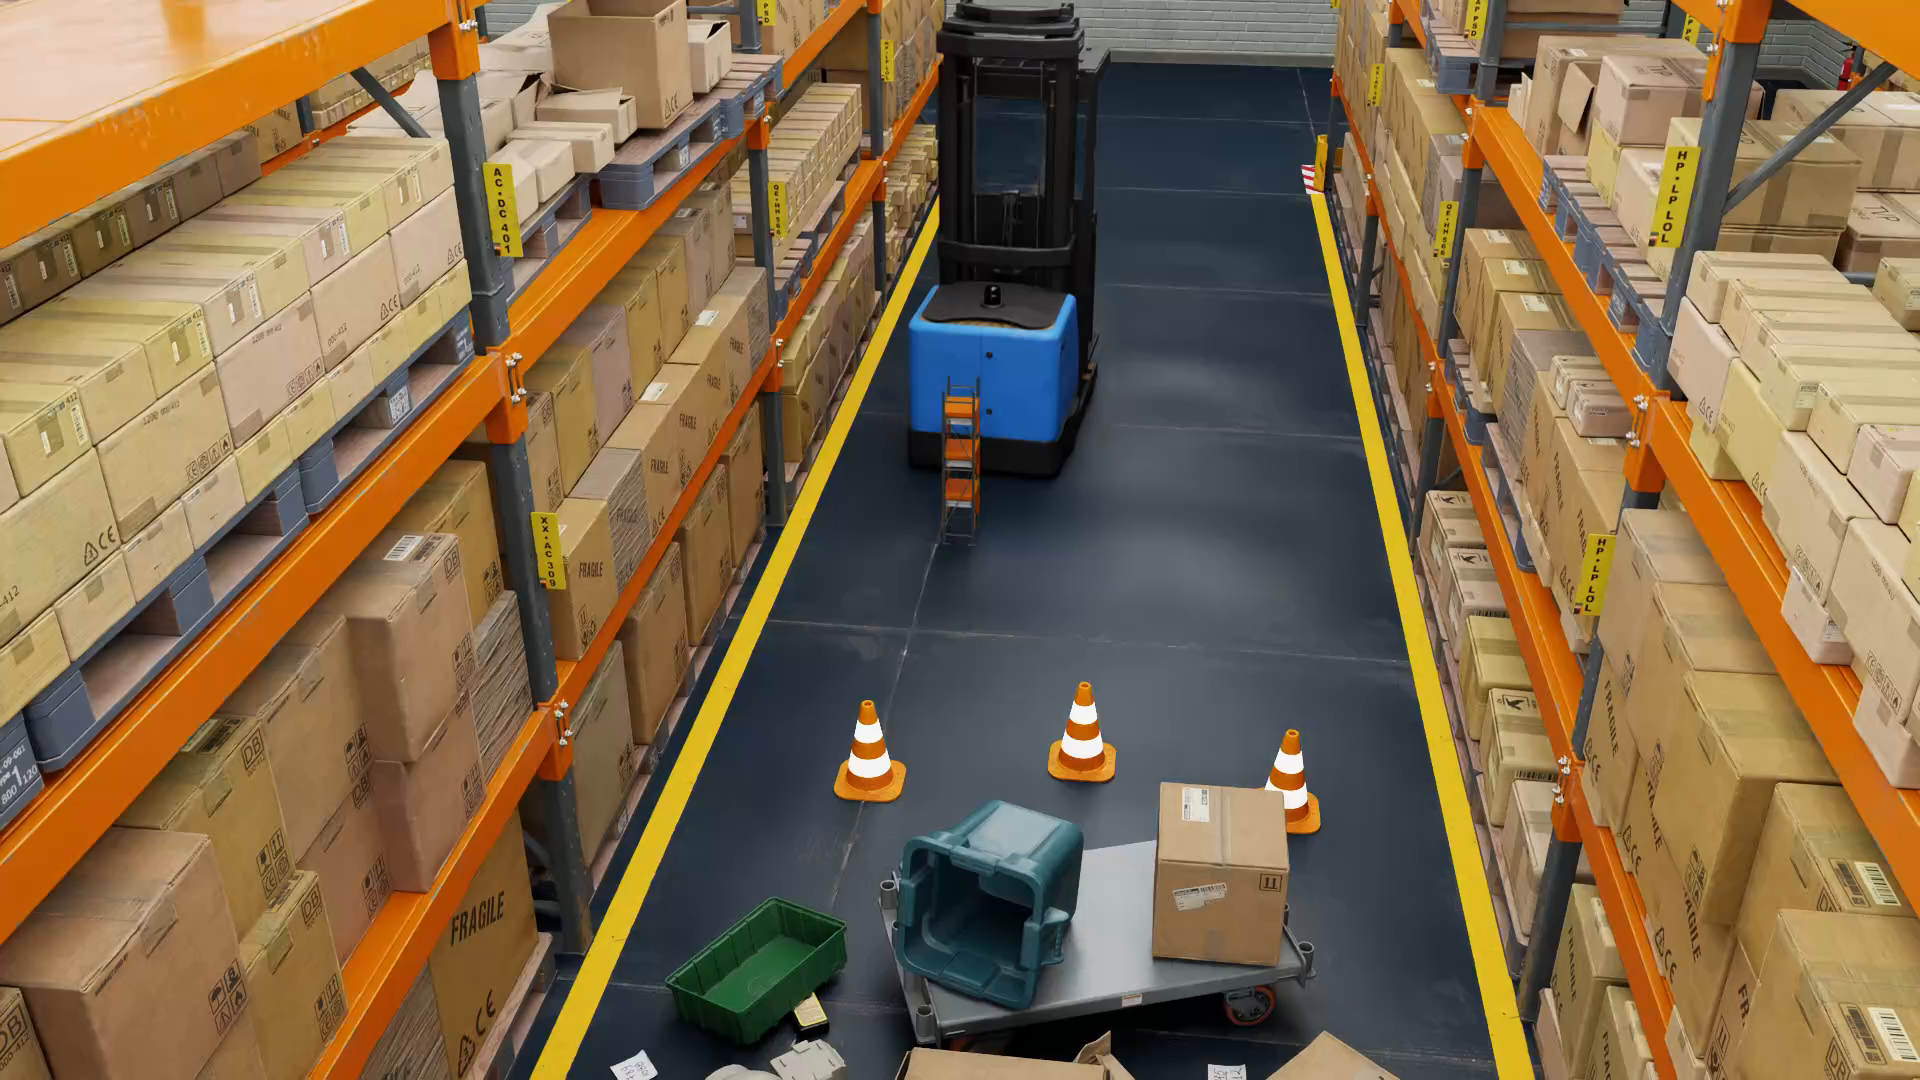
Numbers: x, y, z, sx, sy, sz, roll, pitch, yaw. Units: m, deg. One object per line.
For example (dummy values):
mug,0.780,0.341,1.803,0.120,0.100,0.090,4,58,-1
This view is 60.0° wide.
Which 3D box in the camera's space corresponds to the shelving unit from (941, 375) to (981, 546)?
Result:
shelving unit,0.007,-0.487,10.340,0.215,1.050,0.252,3,28,6

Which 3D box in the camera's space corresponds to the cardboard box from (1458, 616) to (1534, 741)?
cardboard box,3.044,0.726,8.360,0.950,0.372,0.625,4,29,8

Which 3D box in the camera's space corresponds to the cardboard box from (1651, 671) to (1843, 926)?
cardboard box,2.373,0.720,4.570,0.700,0.500,0.500,3,28,5

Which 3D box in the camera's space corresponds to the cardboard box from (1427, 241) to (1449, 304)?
cardboard box,3.112,-1.613,10.004,0.500,0.250,0.500,3,28,6

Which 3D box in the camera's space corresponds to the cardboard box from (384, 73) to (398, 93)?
cardboard box,-5.516,-4.294,15.615,0.380,0.149,0.250,4,29,7

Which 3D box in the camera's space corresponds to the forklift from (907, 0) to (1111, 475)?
forklift,0.444,-2.412,11.928,1.130,2.935,3.031,6,29,10

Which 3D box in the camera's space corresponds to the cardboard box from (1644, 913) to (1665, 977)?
cardboard box,2.411,1.270,5.287,0.380,0.149,0.250,4,29,8

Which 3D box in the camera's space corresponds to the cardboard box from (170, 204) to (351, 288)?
cardboard box,-1.933,-0.818,4.611,0.380,0.149,0.250,4,29,7

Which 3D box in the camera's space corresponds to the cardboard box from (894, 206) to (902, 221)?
cardboard box,-0.740,-3.048,15.286,0.380,0.149,0.250,5,29,9

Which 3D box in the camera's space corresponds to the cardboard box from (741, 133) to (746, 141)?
cardboard box,-1.761,-3.026,12.192,0.380,0.149,0.250,3,28,6

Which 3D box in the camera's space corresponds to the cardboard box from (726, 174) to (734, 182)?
cardboard box,-1.824,-2.521,11.881,0.380,0.149,0.250,2,28,4

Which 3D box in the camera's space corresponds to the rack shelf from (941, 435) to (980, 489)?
rack shelf,0.007,-0.478,10.345,0.215,0.259,0.240,3,28,6

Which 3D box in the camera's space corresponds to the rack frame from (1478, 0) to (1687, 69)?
rack frame,3.304,-3.857,8.214,1.000,3.000,0.127,3,28,6

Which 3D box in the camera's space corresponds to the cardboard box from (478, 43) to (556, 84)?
cardboard box,-2.052,-2.161,7.774,0.500,0.311,0.500,3,28,5

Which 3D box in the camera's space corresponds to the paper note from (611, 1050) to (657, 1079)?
paper note,-1.294,2.103,6.606,0.147,0.020,0.142,-17,33,-29

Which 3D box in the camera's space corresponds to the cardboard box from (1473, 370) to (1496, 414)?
cardboard box,2.879,-0.763,8.617,0.380,0.149,0.250,4,29,6

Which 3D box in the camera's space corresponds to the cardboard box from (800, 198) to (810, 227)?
cardboard box,-1.238,-2.235,11.350,0.380,0.149,0.250,4,29,8

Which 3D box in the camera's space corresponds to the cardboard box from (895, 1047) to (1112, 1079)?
cardboard box,0.133,2.174,5.832,0.797,0.637,0.503,3,28,6

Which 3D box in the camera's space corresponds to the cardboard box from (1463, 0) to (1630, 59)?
cardboard box,3.201,-2.953,9.147,0.797,0.503,0.637,2,28,3

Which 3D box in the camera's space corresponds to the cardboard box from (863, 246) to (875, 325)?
cardboard box,-0.971,-2.060,13.397,0.500,0.500,0.500,3,28,5

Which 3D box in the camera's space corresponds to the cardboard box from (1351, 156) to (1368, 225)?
cardboard box,4.199,-3.291,15.747,0.875,0.438,0.875,4,29,8

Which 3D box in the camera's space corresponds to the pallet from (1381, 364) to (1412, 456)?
pallet,3.628,-0.928,12.042,1.003,0.211,1.213,3,28,6

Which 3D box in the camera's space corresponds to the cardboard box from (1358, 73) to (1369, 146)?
cardboard box,3.655,-3.619,13.991,0.500,0.500,0.500,3,28,5

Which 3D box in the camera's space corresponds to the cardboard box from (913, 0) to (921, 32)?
cardboard box,-0.628,-4.874,14.954,0.500,0.500,0.500,2,28,4

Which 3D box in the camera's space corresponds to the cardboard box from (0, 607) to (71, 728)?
cardboard box,-2.117,0.253,3.465,0.380,0.149,0.250,3,29,6

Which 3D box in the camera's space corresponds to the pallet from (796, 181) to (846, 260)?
pallet,-1.419,-2.306,11.862,1.003,0.211,1.213,3,28,6

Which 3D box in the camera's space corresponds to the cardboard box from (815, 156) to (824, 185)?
cardboard box,-1.177,-2.611,11.734,0.380,0.149,0.250,4,29,8

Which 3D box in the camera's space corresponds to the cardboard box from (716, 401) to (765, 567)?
cardboard box,-1.785,-0.369,9.994,1.050,0.750,0.750,3,28,6

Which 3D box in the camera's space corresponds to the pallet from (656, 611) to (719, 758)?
pallet,-1.944,0.711,9.000,1.003,0.211,1.213,3,28,6

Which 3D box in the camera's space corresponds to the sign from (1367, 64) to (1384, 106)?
sign,3.244,-3.546,12.966,0.100,0.325,0.005,3,28,6

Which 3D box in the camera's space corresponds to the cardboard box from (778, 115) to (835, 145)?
cardboard box,-1.117,-2.988,12.120,0.380,0.149,0.250,2,28,5

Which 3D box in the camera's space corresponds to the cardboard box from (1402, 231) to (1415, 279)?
cardboard box,3.233,-1.881,11.028,0.500,0.250,0.500,3,28,6

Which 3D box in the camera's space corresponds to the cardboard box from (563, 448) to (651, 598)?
cardboard box,-1.718,-0.087,7.435,0.500,0.500,0.500,4,29,7

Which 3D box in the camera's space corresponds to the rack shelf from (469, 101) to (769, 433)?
rack shelf,-1.866,-1.519,7.794,1.077,0.370,4.000,3,28,6

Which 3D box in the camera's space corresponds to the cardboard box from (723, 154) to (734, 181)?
cardboard box,-1.825,-2.649,11.805,0.380,0.149,0.250,3,28,5

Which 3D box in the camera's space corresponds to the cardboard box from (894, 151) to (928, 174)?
cardboard box,-0.520,-3.658,16.104,0.380,0.149,0.250,4,29,8

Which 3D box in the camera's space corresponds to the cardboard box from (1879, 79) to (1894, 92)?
cardboard box,8.914,-4.323,15.669,0.380,0.149,0.250,4,29,7

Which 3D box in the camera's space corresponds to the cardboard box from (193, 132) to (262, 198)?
cardboard box,-2.493,-1.212,5.342,0.380,0.149,0.250,4,29,7

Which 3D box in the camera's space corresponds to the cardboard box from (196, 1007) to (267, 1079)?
cardboard box,-2.361,1.550,4.345,0.875,0.550,0.550,3,28,6

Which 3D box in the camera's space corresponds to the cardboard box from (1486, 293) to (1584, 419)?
cardboard box,2.904,-0.881,8.154,0.500,0.500,0.500,4,29,7

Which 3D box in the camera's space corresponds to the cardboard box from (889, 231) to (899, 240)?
cardboard box,-0.756,-2.667,14.893,0.380,0.149,0.250,3,28,6

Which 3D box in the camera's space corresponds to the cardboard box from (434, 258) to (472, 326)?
cardboard box,-1.838,-0.822,5.459,0.380,0.149,0.250,3,28,6

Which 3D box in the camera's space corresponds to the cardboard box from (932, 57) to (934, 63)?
cardboard box,-0.468,-4.826,16.603,0.380,0.149,0.250,3,28,6

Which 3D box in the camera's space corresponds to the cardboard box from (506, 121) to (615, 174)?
cardboard box,-1.681,-1.657,7.009,0.380,0.149,0.250,3,28,6

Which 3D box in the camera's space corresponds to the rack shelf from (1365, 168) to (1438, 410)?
rack shelf,3.550,-1.841,11.555,1.077,0.370,4.000,3,28,6

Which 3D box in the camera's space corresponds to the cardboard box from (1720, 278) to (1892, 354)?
cardboard box,2.449,-0.641,4.830,0.380,0.149,0.250,4,29,8

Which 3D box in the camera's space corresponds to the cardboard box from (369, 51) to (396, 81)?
cardboard box,-5.599,-4.424,15.435,0.500,0.250,0.500,4,29,7

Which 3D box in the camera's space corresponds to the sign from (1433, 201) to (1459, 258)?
sign,2.753,-1.756,9.419,0.100,0.325,0.005,3,28,6

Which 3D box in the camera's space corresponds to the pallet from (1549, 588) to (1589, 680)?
pallet,3.052,0.400,6.839,1.003,0.211,1.213,3,28,6

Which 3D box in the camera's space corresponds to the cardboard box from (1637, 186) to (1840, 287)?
cardboard box,2.742,-1.056,5.892,0.500,0.250,0.500,3,28,5

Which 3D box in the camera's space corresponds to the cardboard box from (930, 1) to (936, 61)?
cardboard box,-0.508,-4.928,16.108,0.500,0.500,0.500,3,28,5

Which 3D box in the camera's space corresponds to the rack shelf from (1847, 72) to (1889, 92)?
rack shelf,8.966,-3.437,14.518,1.077,0.370,4.000,3,28,6

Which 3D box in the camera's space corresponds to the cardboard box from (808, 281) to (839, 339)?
cardboard box,-1.160,-1.652,11.848,0.500,0.250,0.500,4,29,7

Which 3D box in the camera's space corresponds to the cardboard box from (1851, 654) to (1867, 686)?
cardboard box,2.343,0.316,3.894,0.380,0.149,0.250,4,29,7
